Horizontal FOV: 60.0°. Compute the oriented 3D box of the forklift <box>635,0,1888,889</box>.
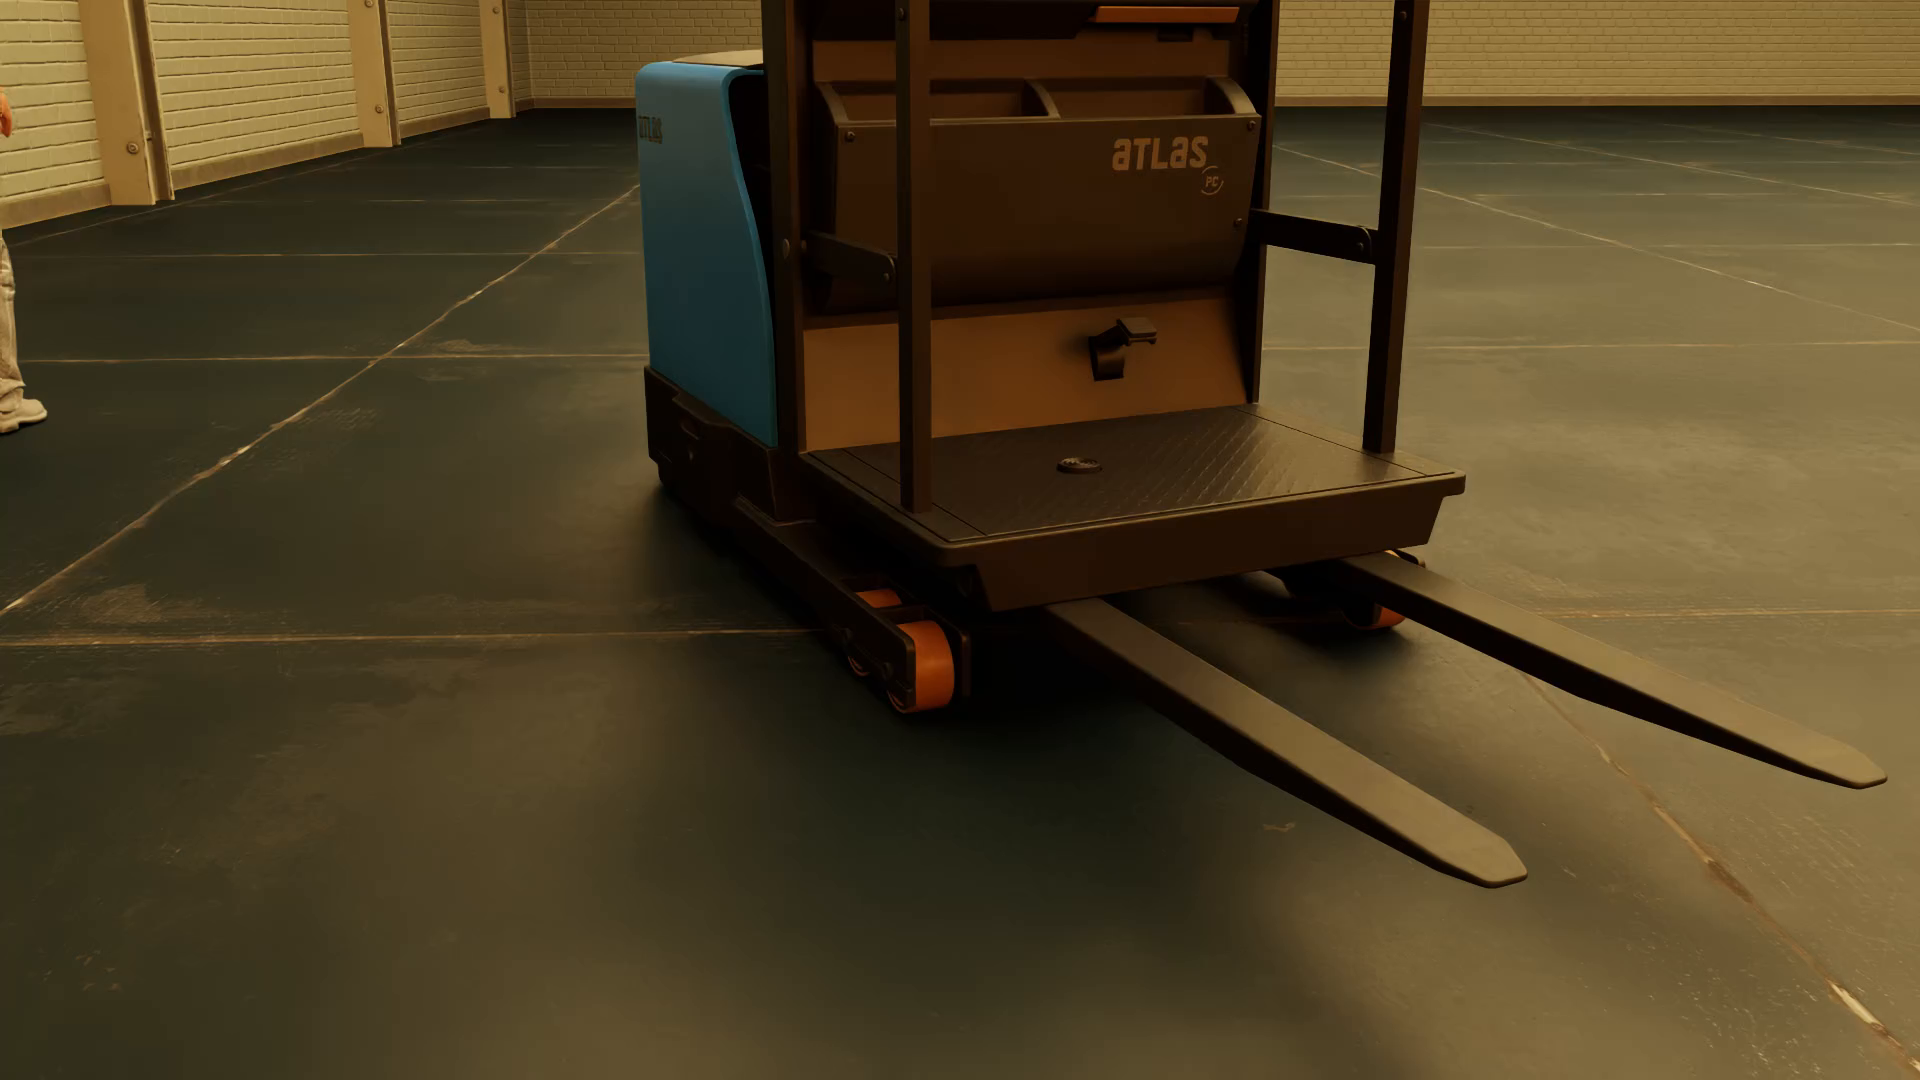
[{"bbox_3d":[0.258,-1.240,2.962,1.130,2.935,3.031,-8,19,-24],"label":"forklift"}]

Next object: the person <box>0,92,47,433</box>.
[{"bbox_3d":[-3.053,-1.146,4.713,0.728,1.740,0.515,2,17,7],"label":"person"}]
